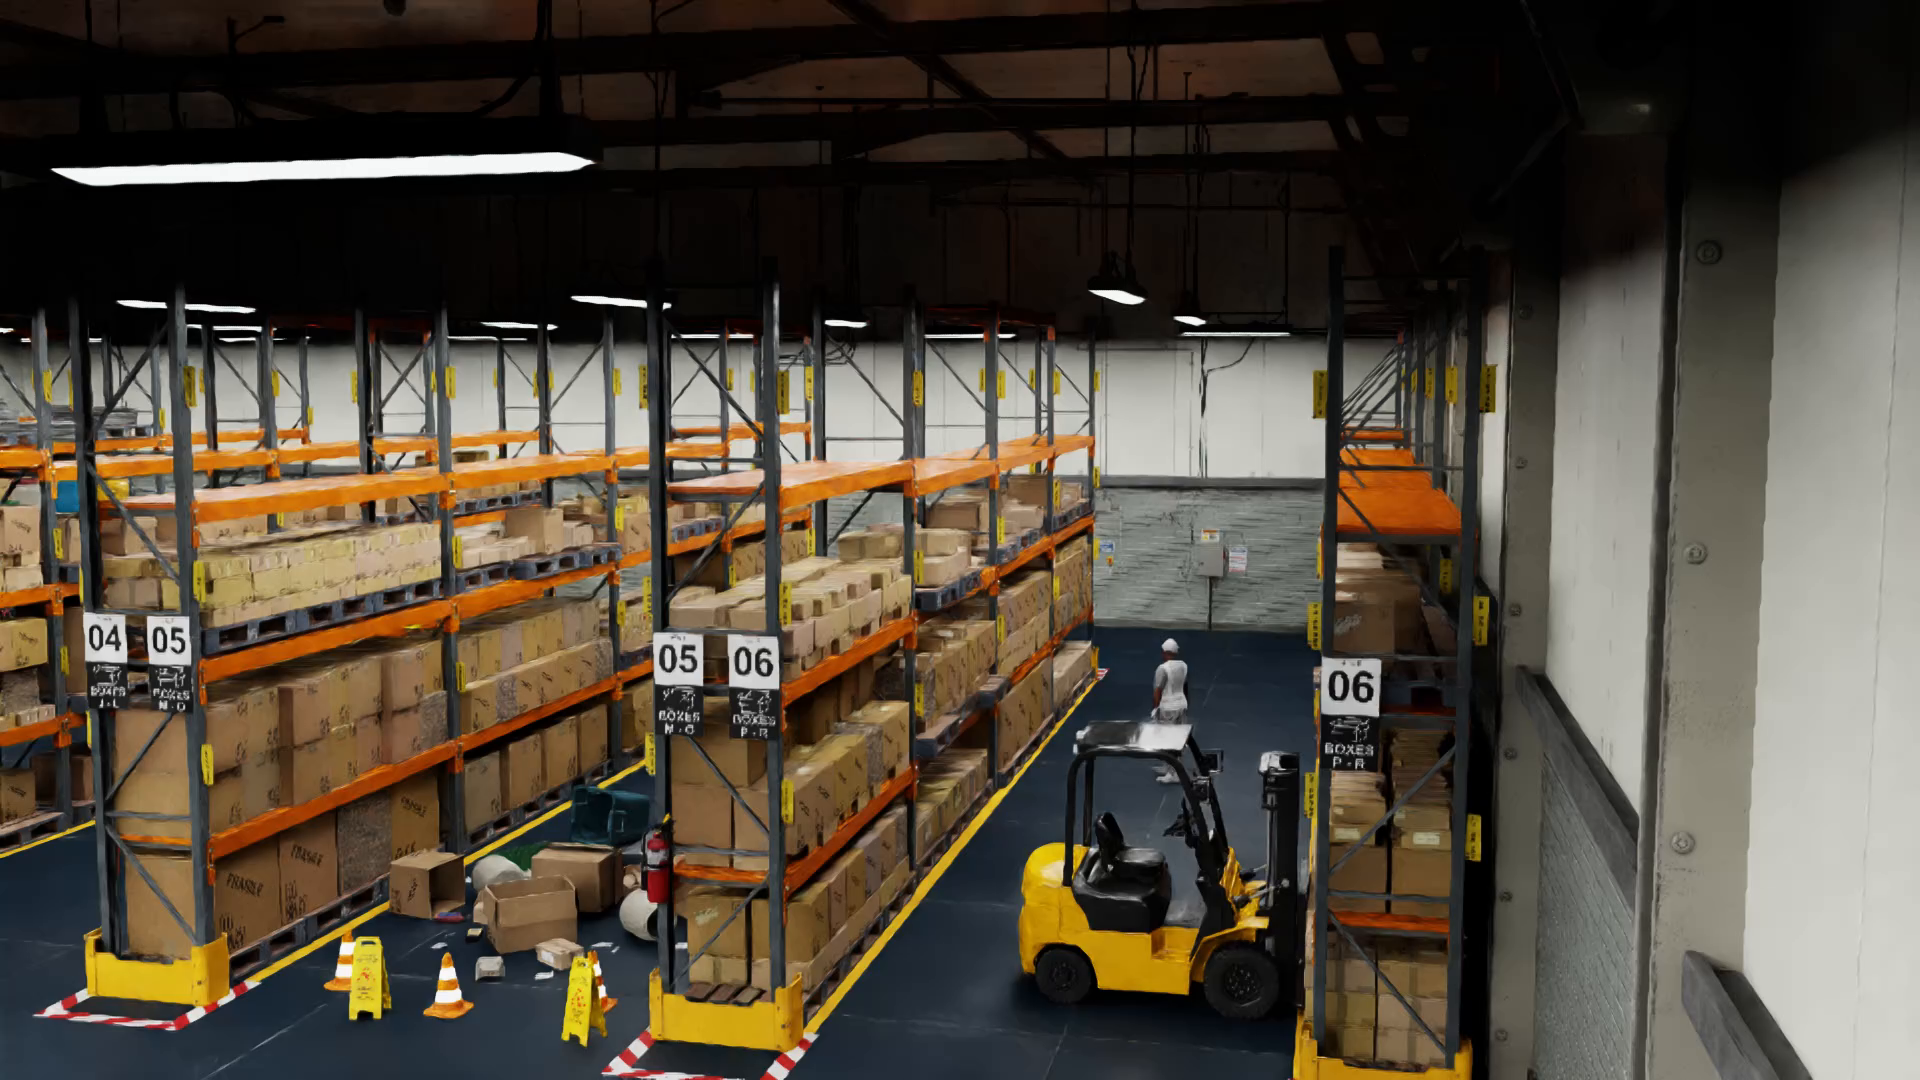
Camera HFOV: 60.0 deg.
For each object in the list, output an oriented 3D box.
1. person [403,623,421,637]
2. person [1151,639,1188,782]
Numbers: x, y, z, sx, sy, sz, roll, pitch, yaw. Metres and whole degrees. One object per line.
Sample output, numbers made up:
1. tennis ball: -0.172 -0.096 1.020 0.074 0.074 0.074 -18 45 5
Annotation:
1. person: -7.673 1.941 23.552 0.719 1.714 0.578 1 6 12
2. person: 2.638 2.134 21.092 0.578 1.779 0.656 5 8 40
